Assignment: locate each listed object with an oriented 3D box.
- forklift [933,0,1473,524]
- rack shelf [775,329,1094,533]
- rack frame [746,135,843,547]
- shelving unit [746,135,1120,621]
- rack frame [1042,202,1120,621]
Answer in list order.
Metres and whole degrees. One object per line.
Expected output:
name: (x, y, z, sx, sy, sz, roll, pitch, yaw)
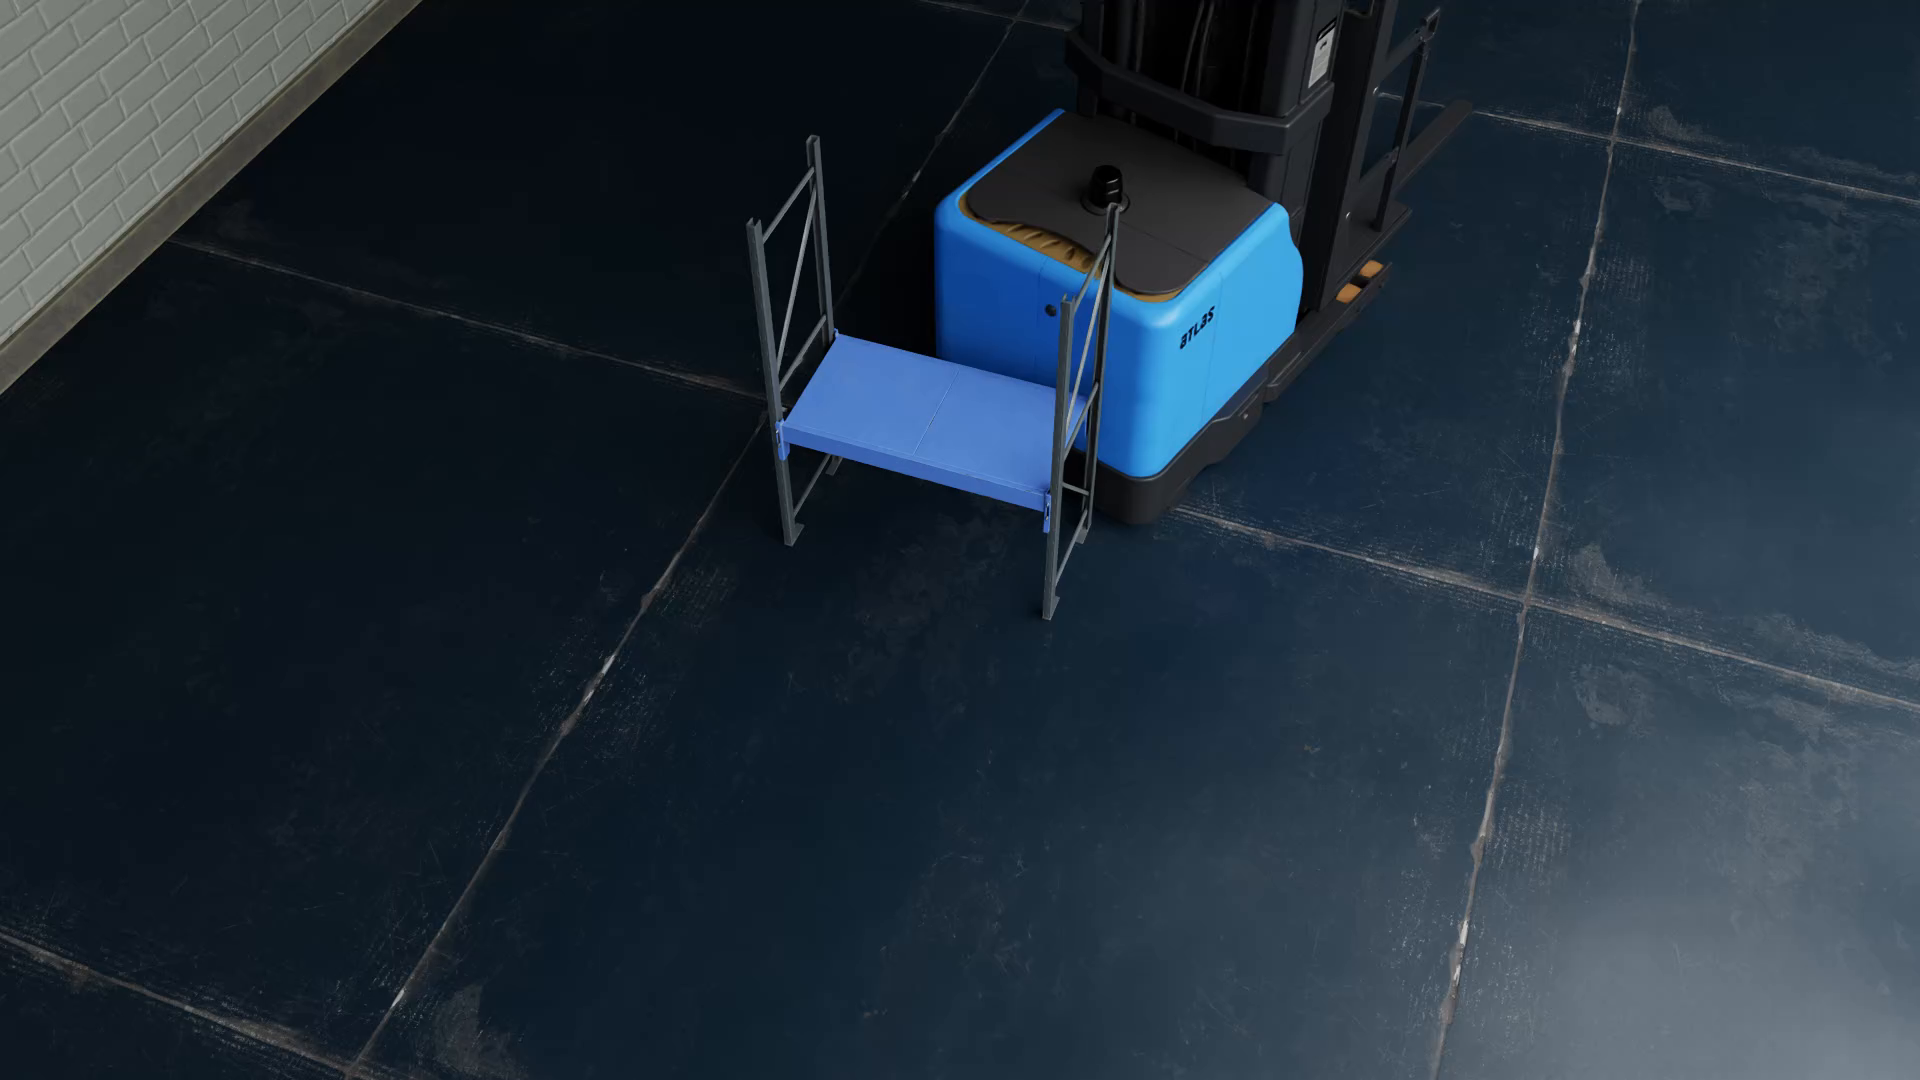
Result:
forklift: (1.189, -2.085, 6.118, 1.130, 2.935, 3.031, 30, 56, 24)
rack shelf: (-0.080, -0.396, 5.839, 1.000, 0.185, 0.538, 16, 51, 13)
rack frame: (-0.557, -0.647, 5.818, 0.032, 1.500, 0.500, 16, 51, 13)
shelving unit: (-0.080, -0.514, 5.703, 1.048, 1.500, 0.538, 16, 51, 13)
rack frame: (0.397, -0.380, 5.587, 0.032, 1.500, 0.500, 16, 51, 13)
